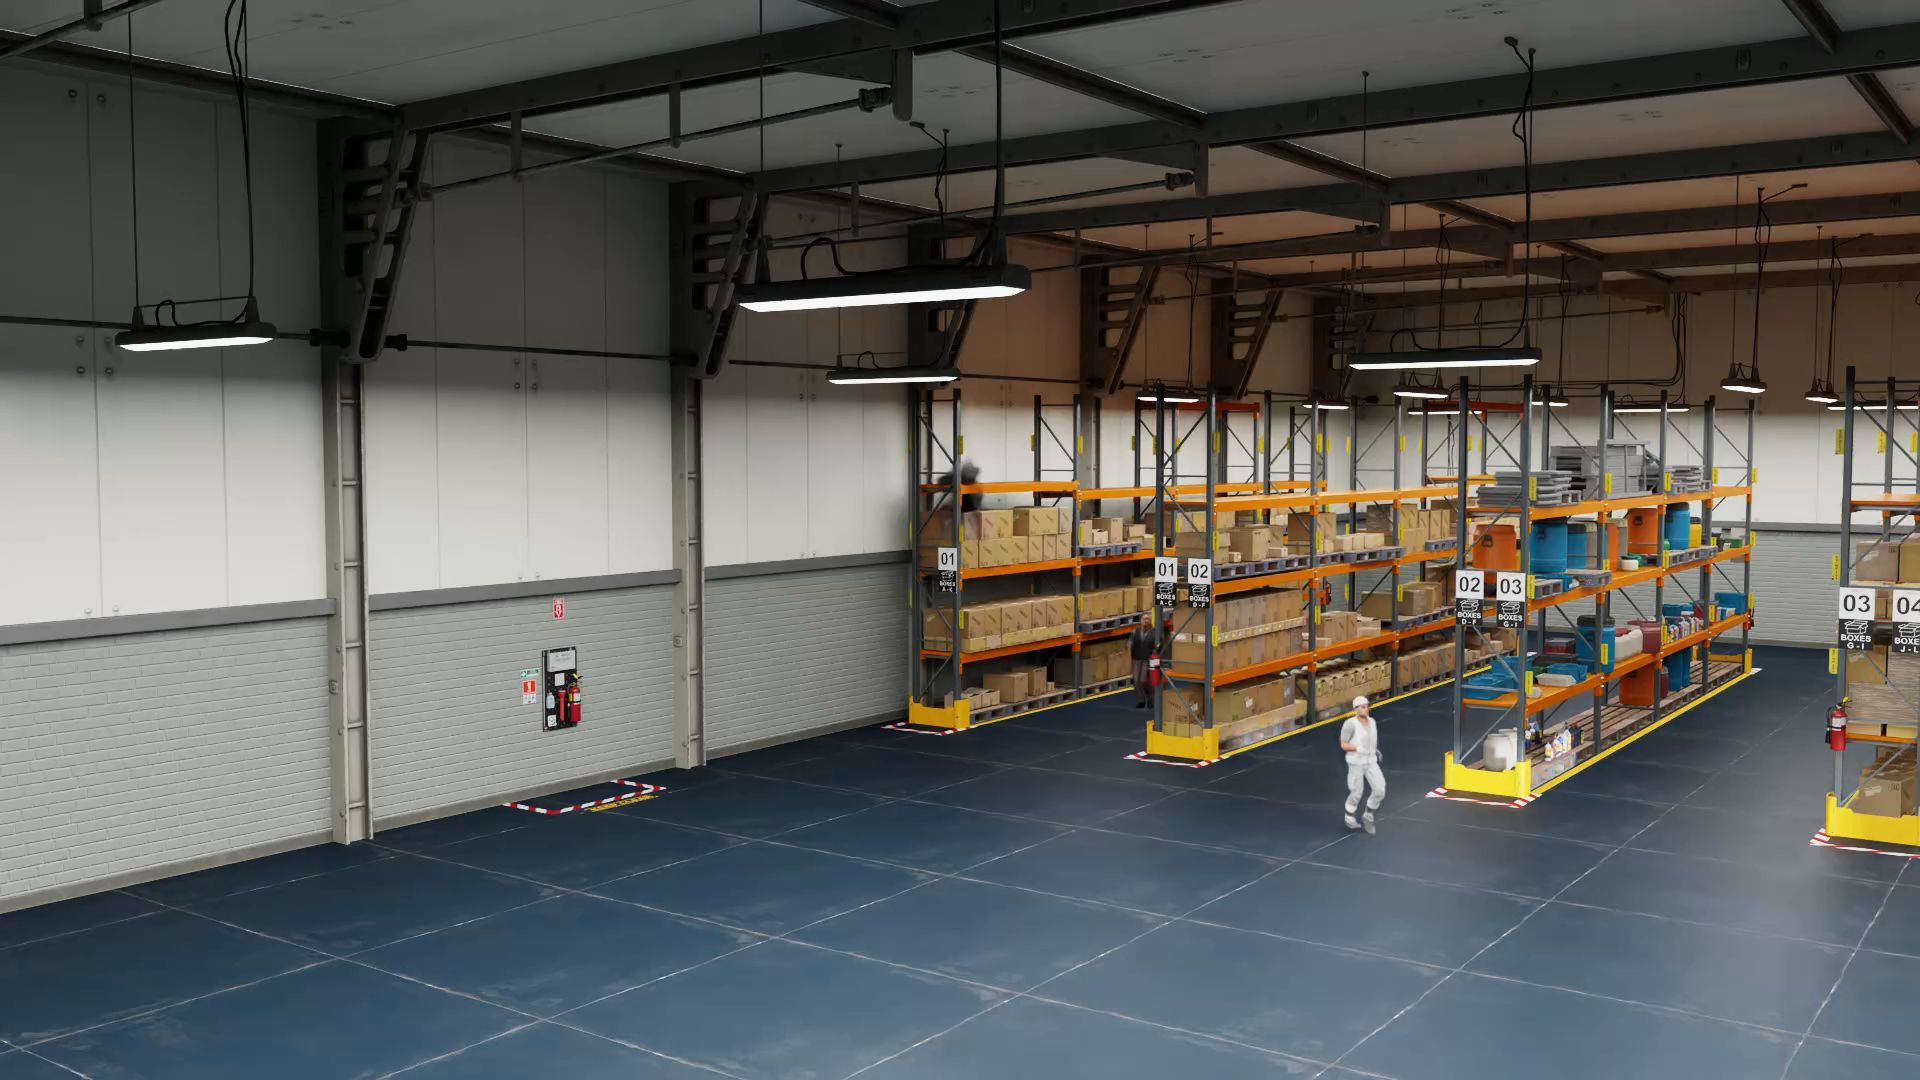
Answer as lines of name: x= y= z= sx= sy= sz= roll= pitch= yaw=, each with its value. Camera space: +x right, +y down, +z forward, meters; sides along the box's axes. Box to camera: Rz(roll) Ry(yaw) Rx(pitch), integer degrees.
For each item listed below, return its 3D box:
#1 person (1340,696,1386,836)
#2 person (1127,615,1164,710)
person: x=5.173 y=2.898 z=21.332 sx=0.611 sy=1.796 sz=0.706 roll=-1 pitch=3 yaw=-19
person: x=3.283 y=2.178 z=29.871 sx=0.663 sy=1.671 sz=0.538 roll=1 pitch=4 yaw=22
